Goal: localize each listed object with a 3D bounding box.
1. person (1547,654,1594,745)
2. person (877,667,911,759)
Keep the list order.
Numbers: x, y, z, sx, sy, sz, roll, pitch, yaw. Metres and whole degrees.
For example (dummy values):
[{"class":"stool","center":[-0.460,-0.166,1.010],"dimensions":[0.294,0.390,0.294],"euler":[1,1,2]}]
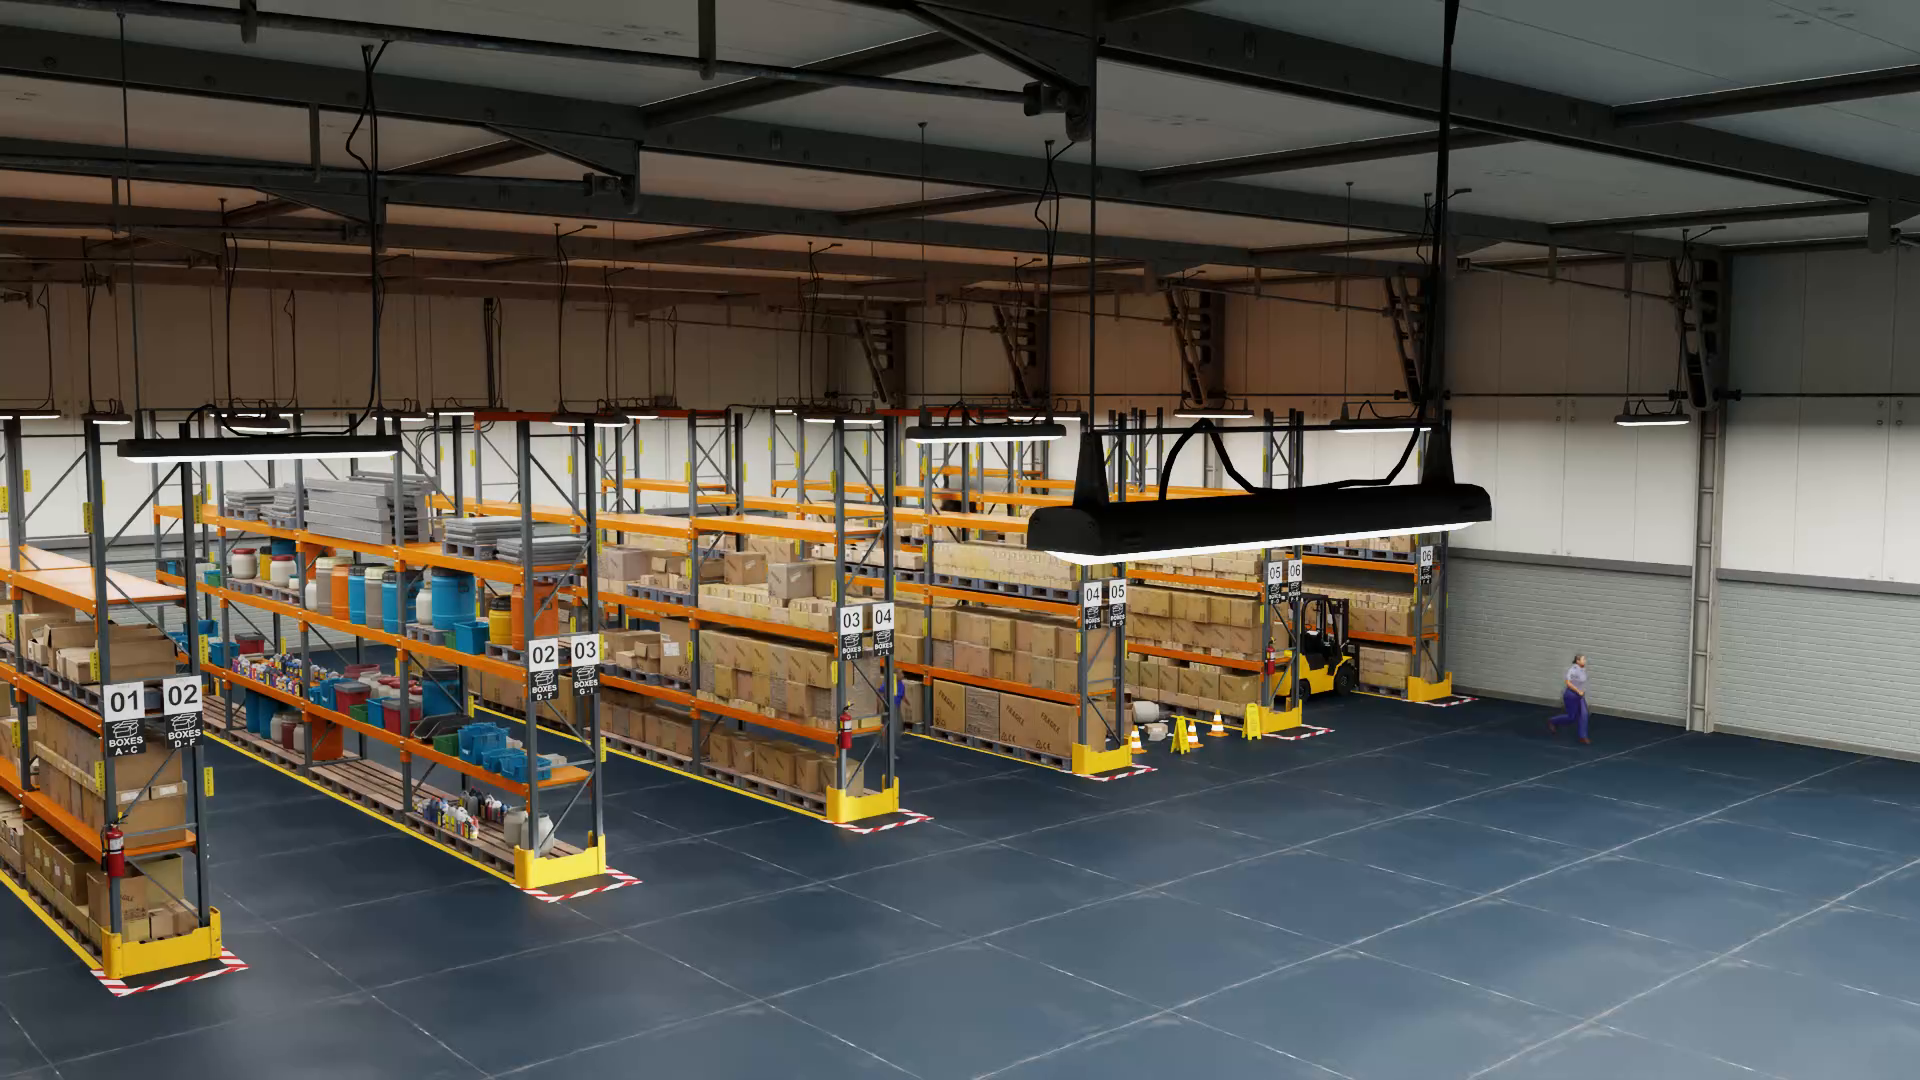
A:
[{"class":"person","center":[11.164,2.882,30.311],"dimensions":[0.862,1.630,0.630],"euler":[4,6,38]},{"class":"person","center":[-1.149,3.017,28.920],"dimensions":[0.643,1.594,0.615],"euler":[4,6,37]}]
